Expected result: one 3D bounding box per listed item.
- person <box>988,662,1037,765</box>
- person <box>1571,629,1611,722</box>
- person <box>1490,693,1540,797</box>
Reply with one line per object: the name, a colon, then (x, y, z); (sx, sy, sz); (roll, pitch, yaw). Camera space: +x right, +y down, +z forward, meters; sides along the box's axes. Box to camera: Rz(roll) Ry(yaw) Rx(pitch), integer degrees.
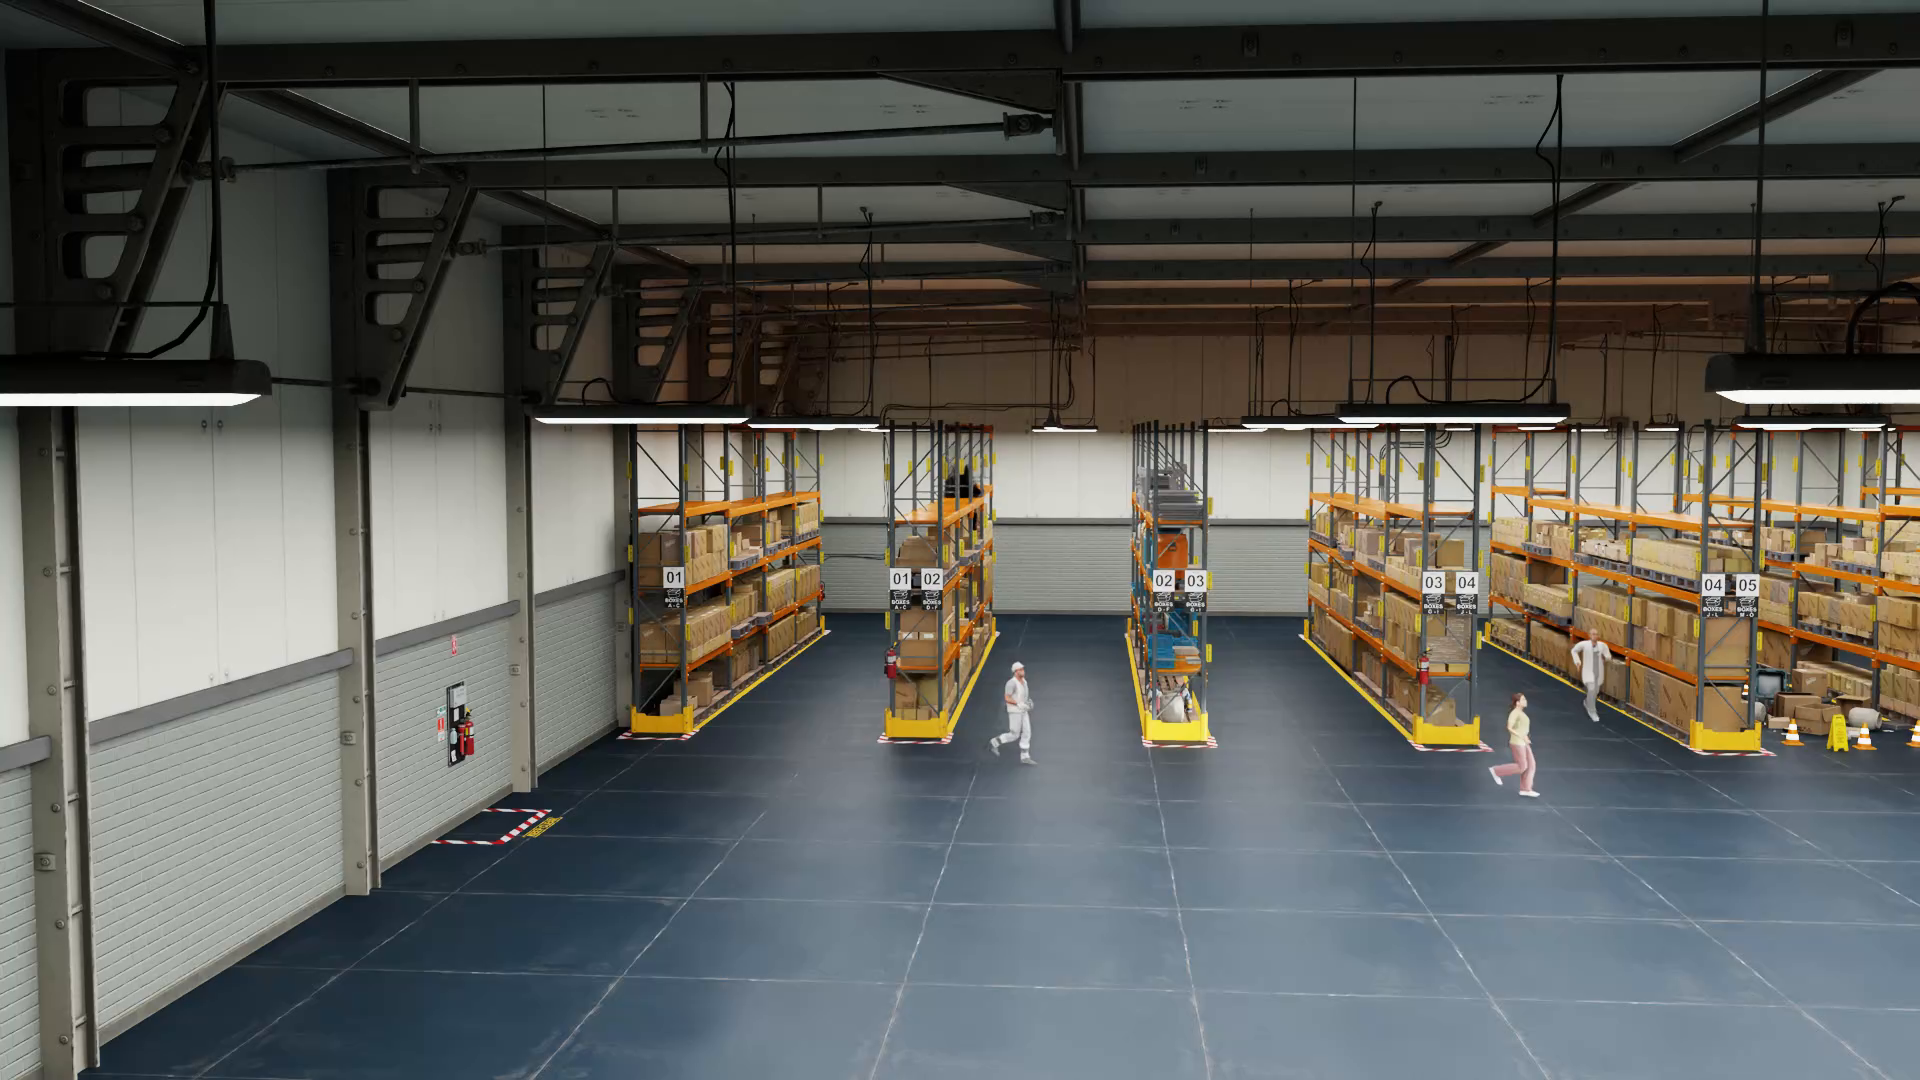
person: (0.957, 3.011, 29.017); (0.874, 1.779, 0.664); (2, 4, 32)
person: (12.753, 2.690, 33.524); (0.687, 1.808, 0.990); (0, 4, -3)
person: (8.841, 3.240, 26.441); (0.767, 1.642, 0.580); (2, 4, 31)
